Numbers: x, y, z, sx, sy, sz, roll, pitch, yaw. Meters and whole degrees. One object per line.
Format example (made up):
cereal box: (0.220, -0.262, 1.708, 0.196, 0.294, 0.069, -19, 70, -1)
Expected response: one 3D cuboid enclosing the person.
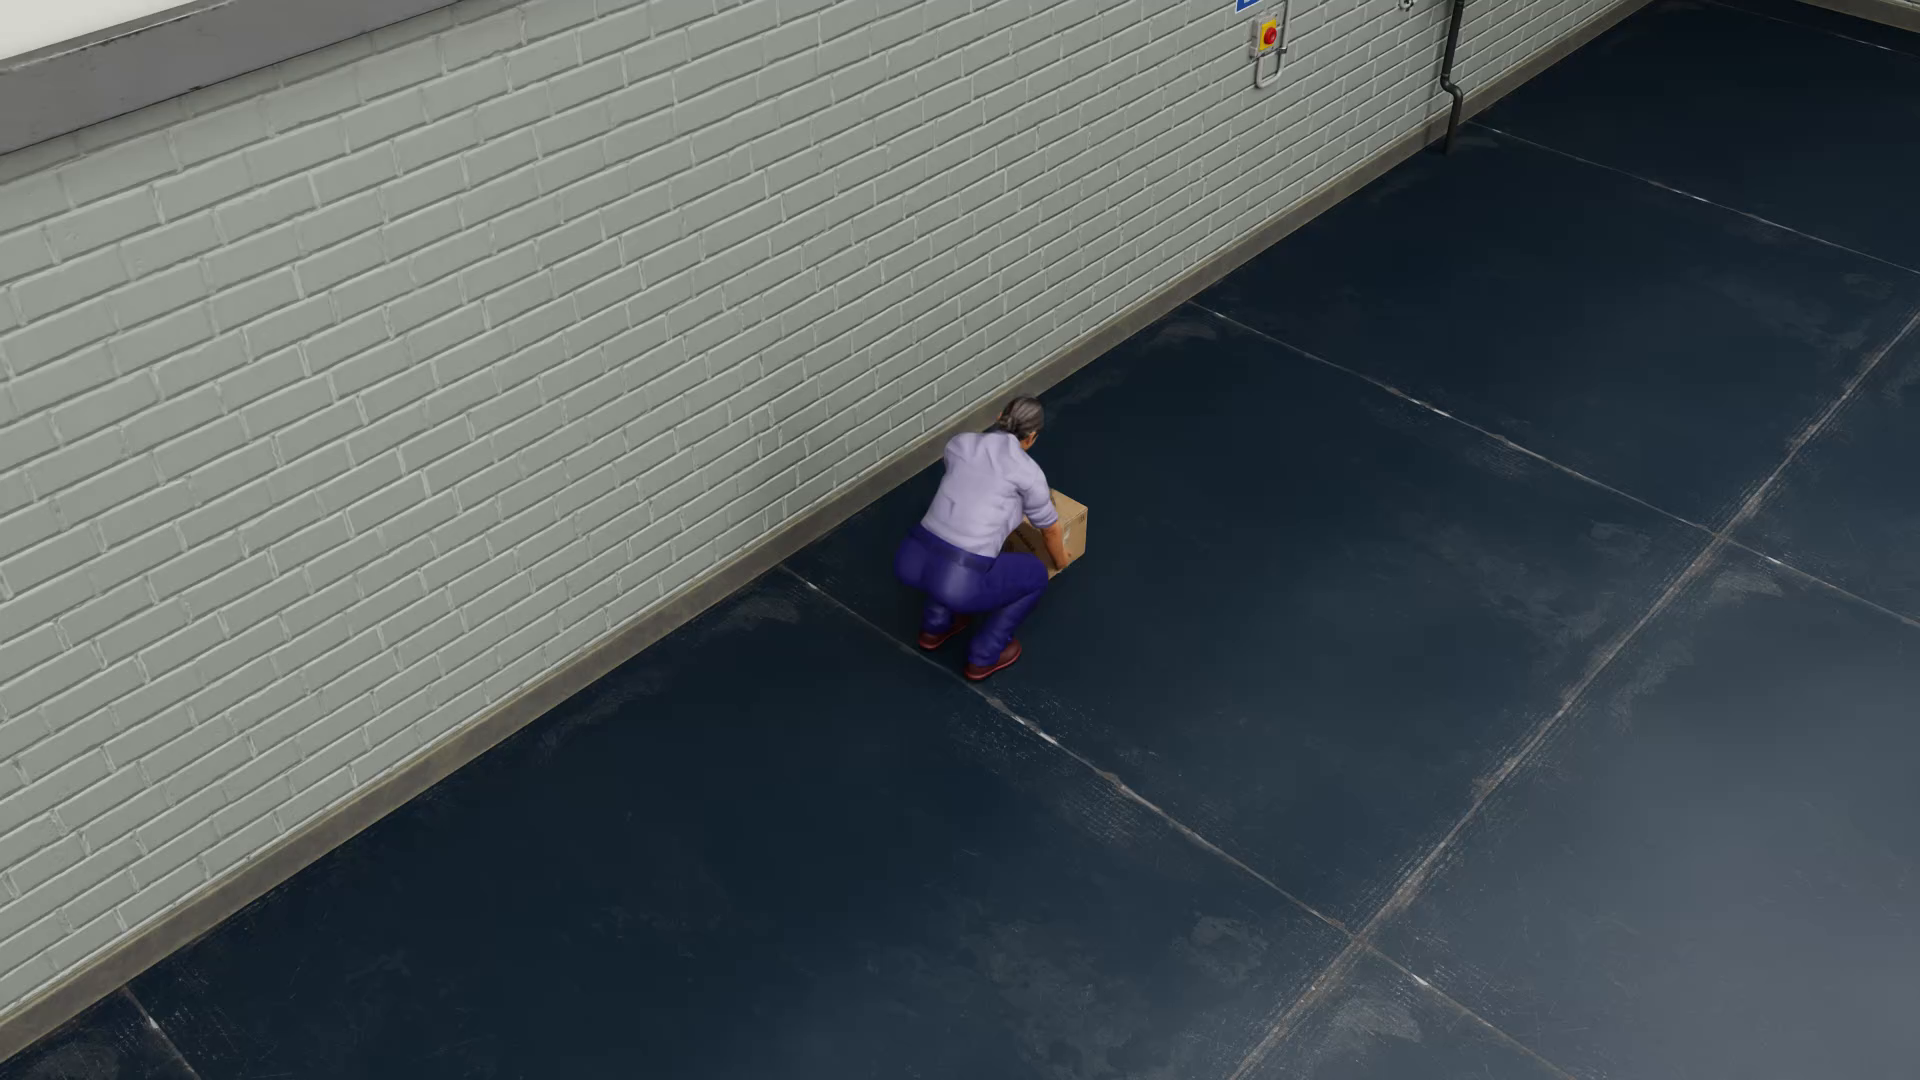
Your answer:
person: (0.077, 0.001, 6.657, 0.531, 1.029, 0.795, 30, 48, 31)
